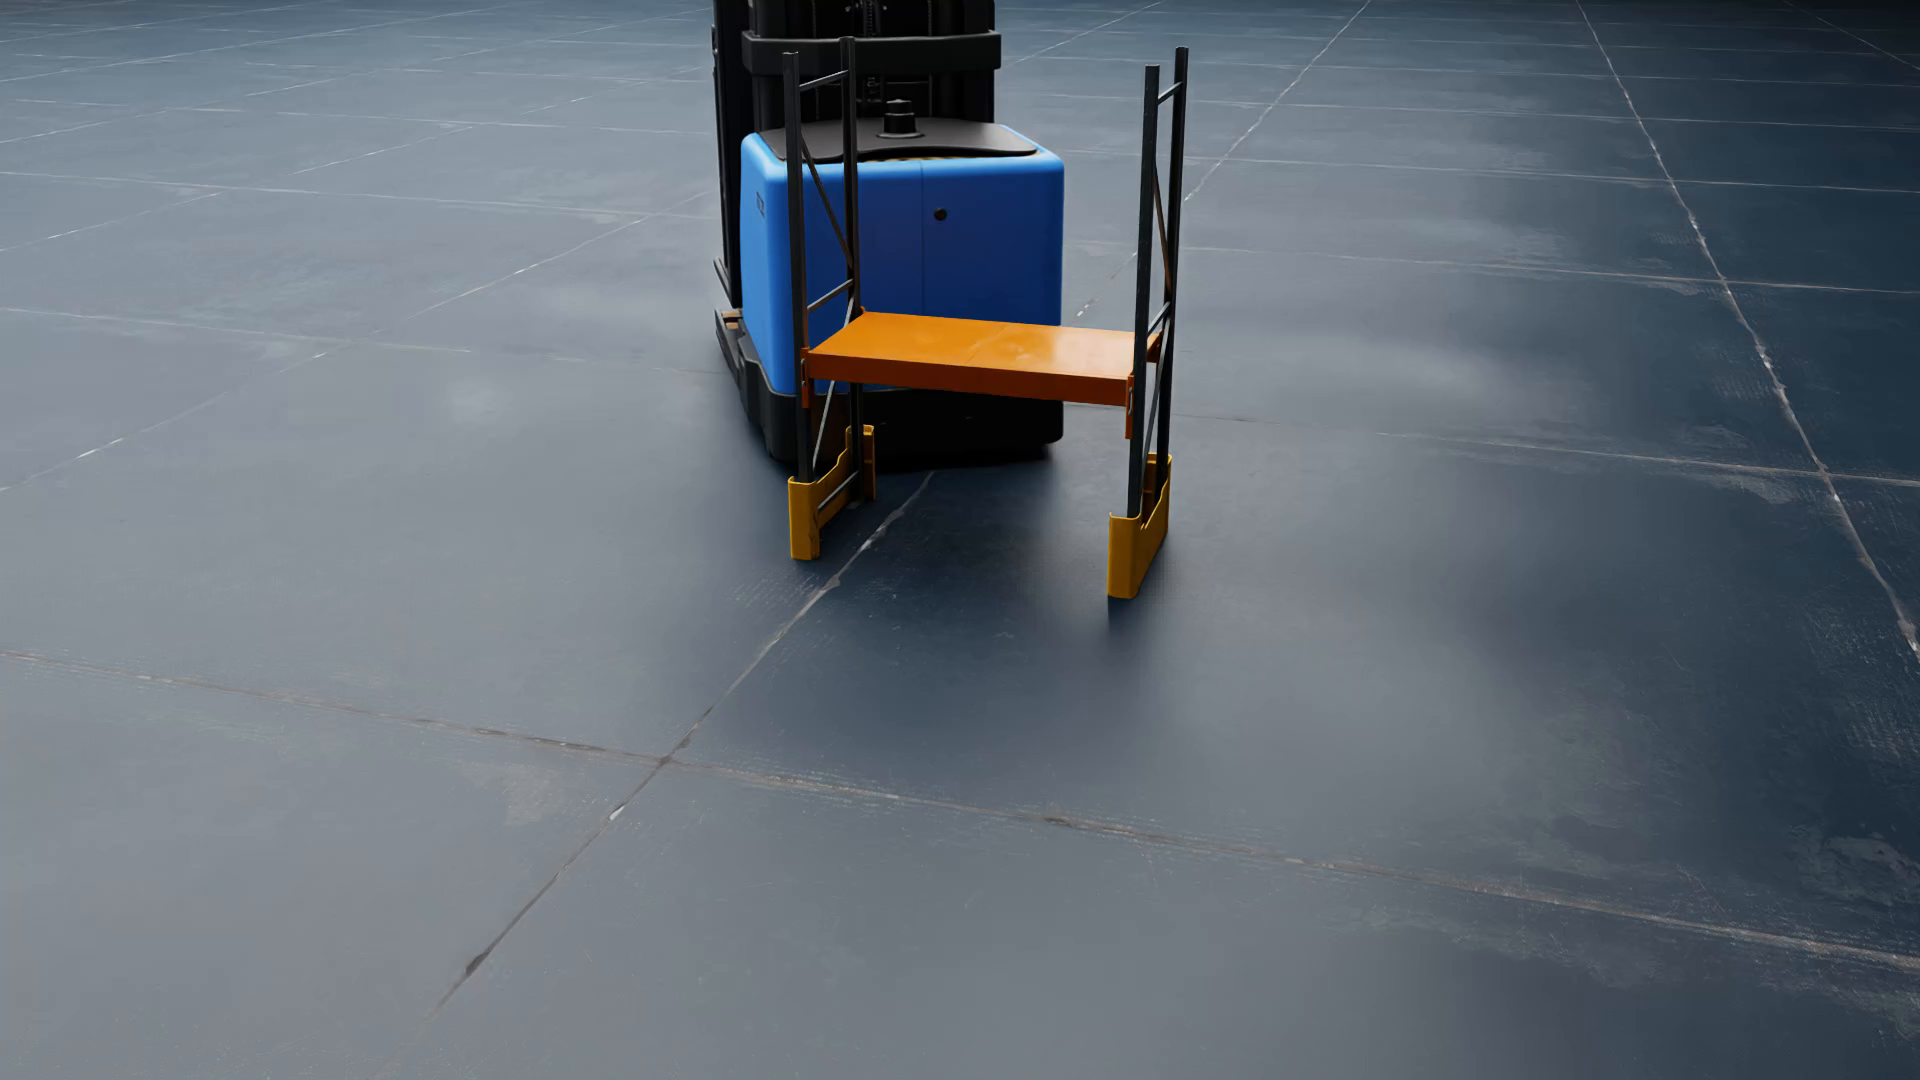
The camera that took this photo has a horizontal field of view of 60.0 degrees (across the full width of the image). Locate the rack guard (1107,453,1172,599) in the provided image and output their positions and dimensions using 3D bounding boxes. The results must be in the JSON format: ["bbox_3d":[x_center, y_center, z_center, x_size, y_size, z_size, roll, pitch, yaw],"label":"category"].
[{"bbox_3d":[0.550,-0.053,5.069,0.087,0.250,0.587,7,23,16],"label":"rack guard"}]

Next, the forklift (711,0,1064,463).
[{"bbox_3d":[-0.460,-2.152,6.654,1.130,2.935,3.031,-5,23,-12],"label":"forklift"}]

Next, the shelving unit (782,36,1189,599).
[{"bbox_3d":[0.073,-0.686,4.965,1.083,1.500,0.587,7,23,16],"label":"shelving unit"}]

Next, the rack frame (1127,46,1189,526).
[{"bbox_3d":[0.568,-0.629,4.827,0.032,1.500,0.500,7,23,16],"label":"rack frame"}]

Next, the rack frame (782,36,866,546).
[{"bbox_3d":[-0.405,-0.740,5.098,0.032,1.500,0.500,7,23,16],"label":"rack frame"}]

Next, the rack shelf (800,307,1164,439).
[{"bbox_3d":[0.082,-0.518,5.031,1.000,0.185,0.538,7,23,16],"label":"rack shelf"}]

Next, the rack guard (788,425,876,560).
[{"bbox_3d":[-0.404,-0.162,5.335,0.087,0.250,0.587,7,23,16],"label":"rack guard"}]
